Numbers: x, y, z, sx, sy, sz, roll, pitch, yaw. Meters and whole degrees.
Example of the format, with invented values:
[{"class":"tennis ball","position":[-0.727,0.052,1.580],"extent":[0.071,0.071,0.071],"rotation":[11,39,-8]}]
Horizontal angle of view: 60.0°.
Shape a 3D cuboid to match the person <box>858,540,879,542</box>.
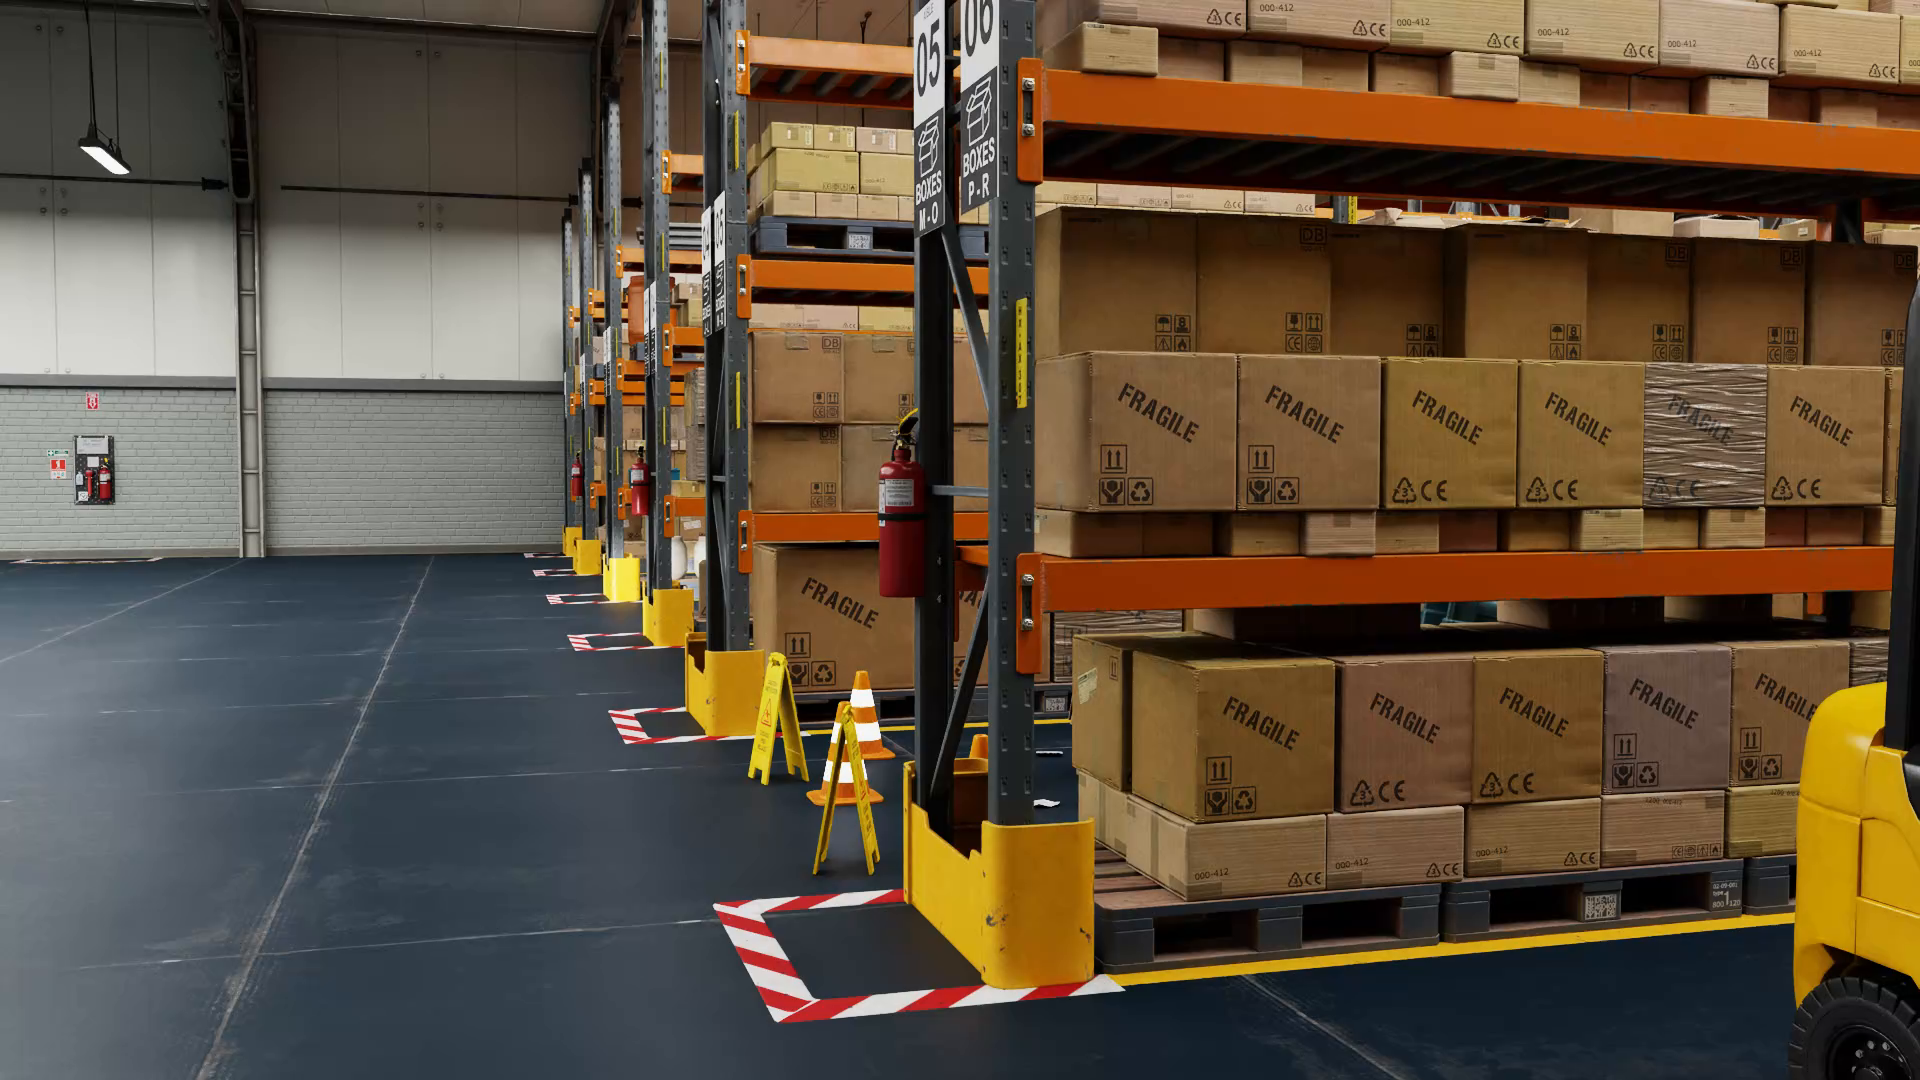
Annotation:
[{"class":"person","position":[-0.901,-0.107,17.928],"extent":[0.553,1.778,0.434],"rotation":[-1,3,-18]}]
